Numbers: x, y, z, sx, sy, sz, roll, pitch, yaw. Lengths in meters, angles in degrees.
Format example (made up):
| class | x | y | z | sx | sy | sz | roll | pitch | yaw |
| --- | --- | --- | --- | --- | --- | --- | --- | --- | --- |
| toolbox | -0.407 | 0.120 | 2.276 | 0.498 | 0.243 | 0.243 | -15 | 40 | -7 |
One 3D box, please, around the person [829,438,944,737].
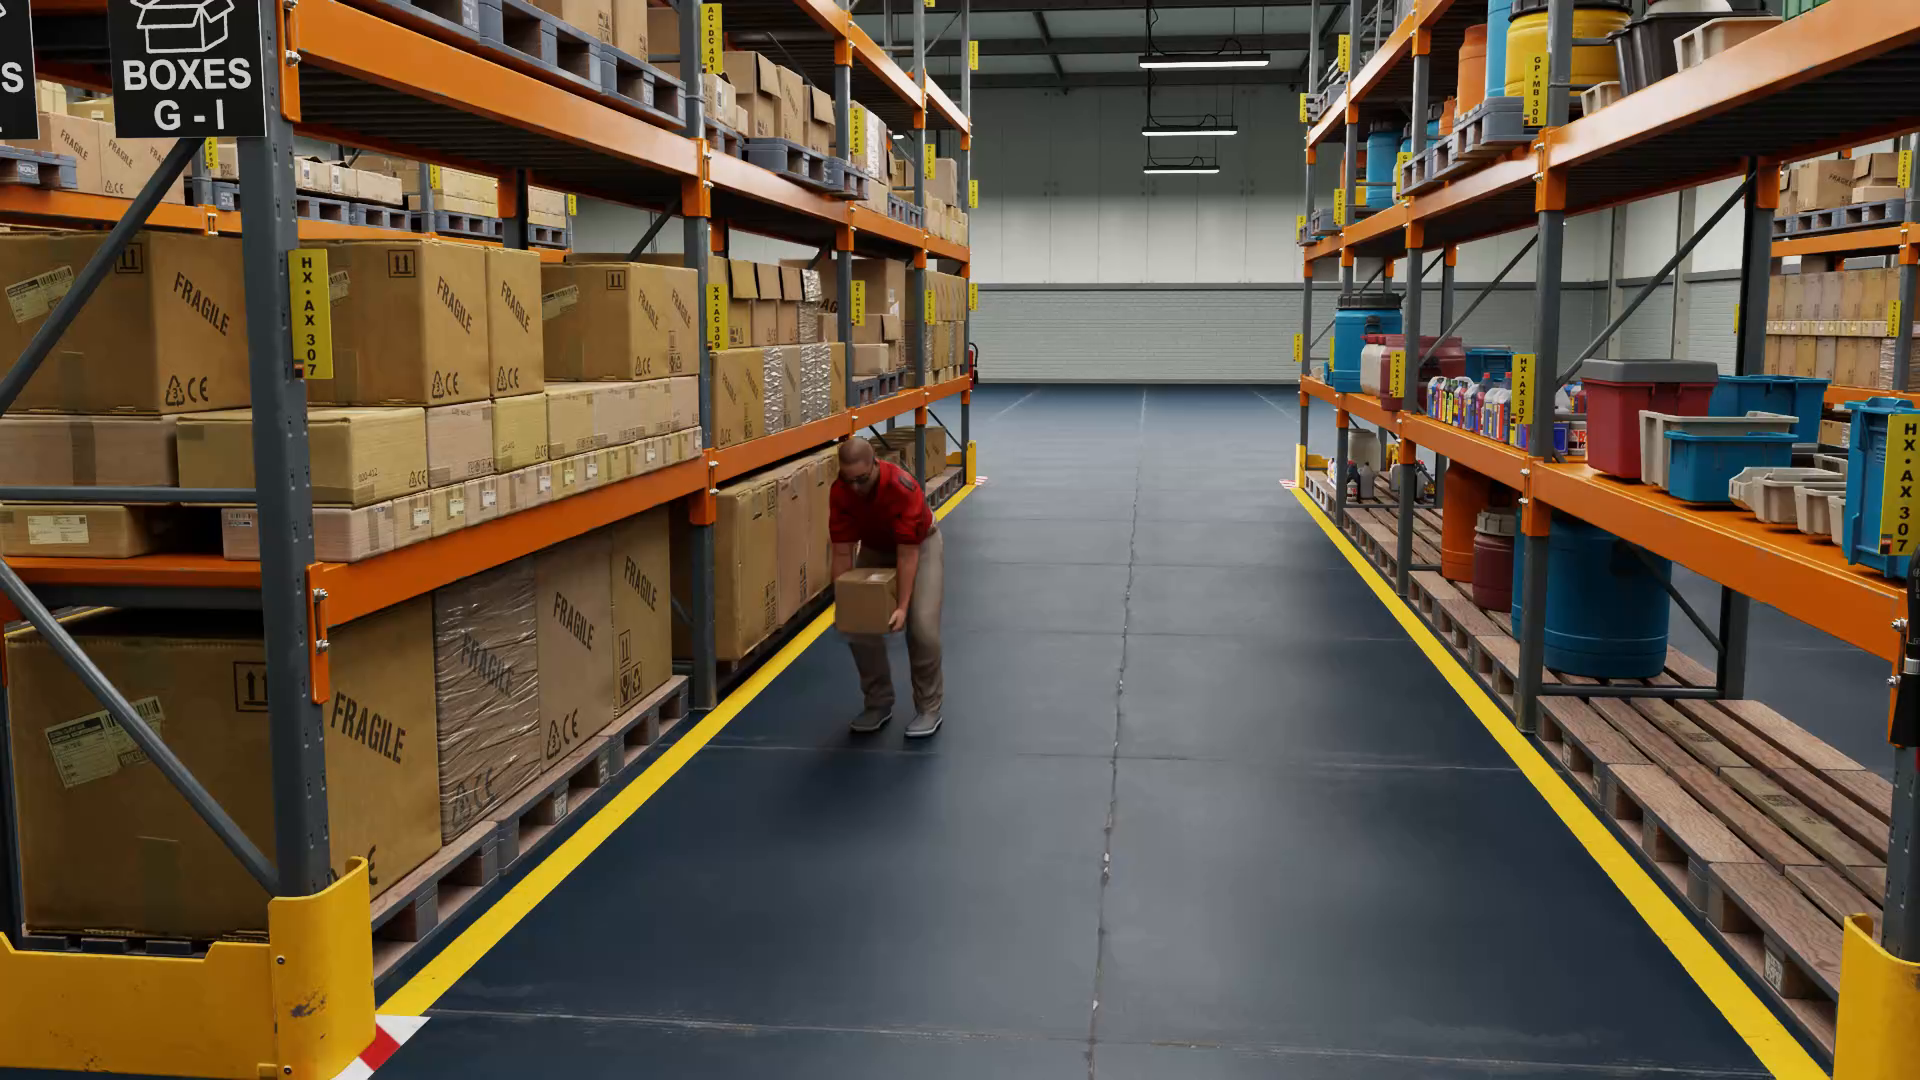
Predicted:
| class | x | y | z | sx | sy | sz | roll | pitch | yaw |
| --- | --- | --- | --- | --- | --- | --- | --- | --- | --- |
| person | -0.363 | 0.223 | 7.788 | 0.478 | 1.443 | 0.833 | 3 | 8 | 21 |
